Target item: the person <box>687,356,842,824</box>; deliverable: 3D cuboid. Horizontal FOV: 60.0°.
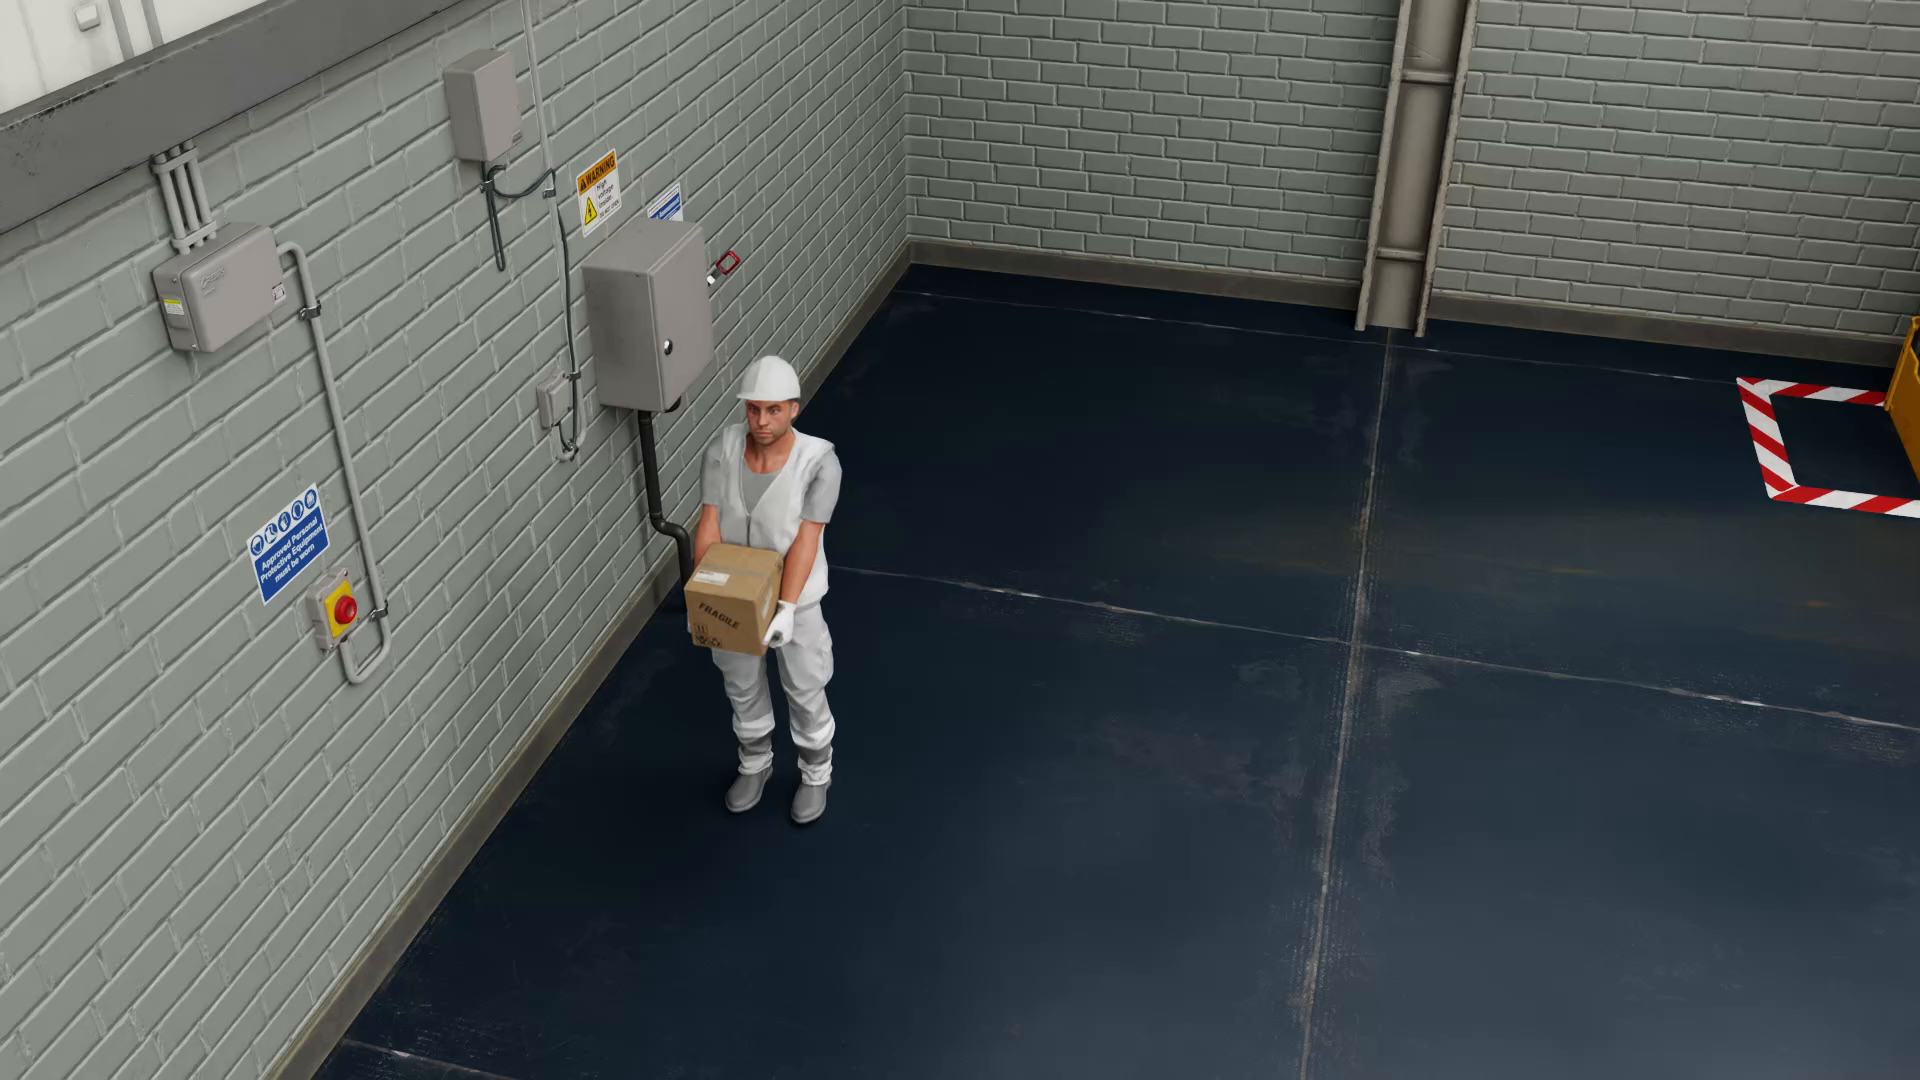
[{"bbox_3d":[-0.675,0.247,5.734,0.494,1.783,0.568,9,34,13],"label":"person"}]
